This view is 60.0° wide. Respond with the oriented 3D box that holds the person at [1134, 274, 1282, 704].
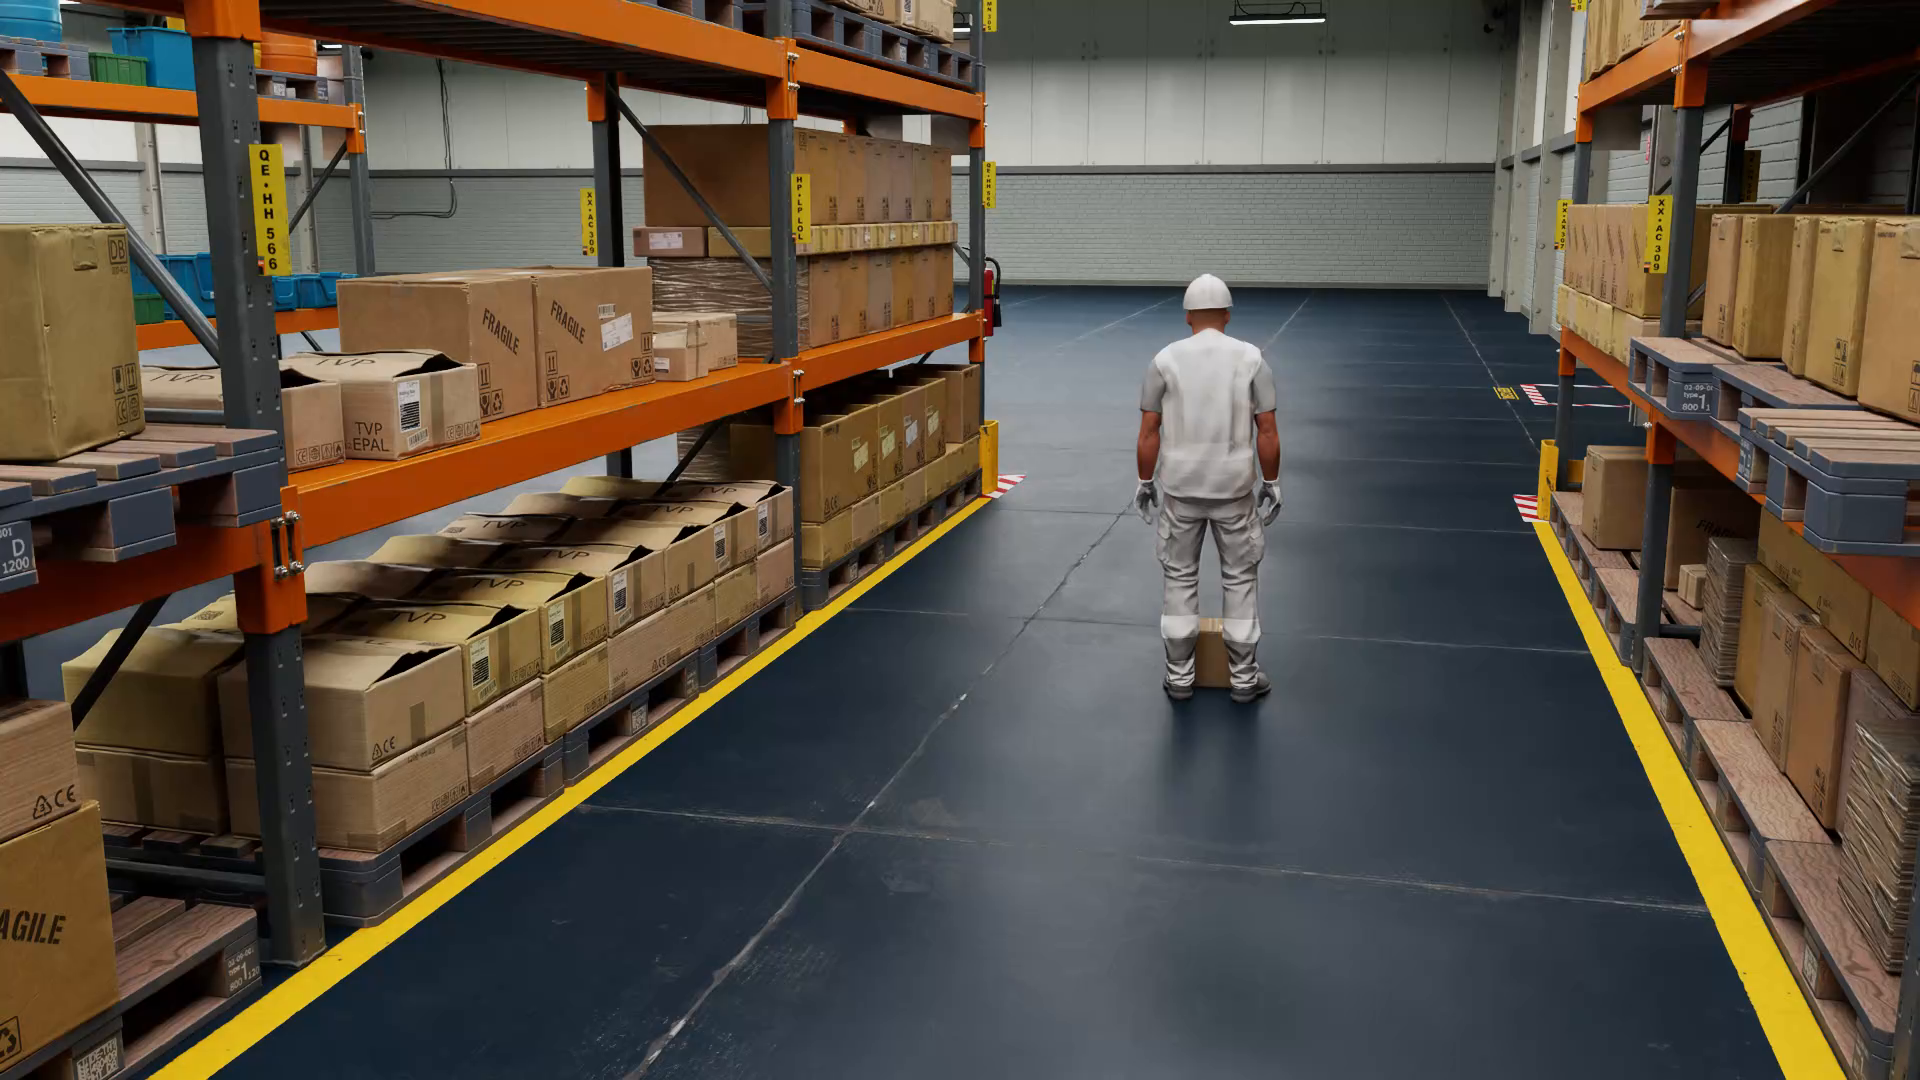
[{"bbox_3d":[1.037,-0.212,6.964,0.617,1.778,0.453,2,12,10],"label":"person"}]
